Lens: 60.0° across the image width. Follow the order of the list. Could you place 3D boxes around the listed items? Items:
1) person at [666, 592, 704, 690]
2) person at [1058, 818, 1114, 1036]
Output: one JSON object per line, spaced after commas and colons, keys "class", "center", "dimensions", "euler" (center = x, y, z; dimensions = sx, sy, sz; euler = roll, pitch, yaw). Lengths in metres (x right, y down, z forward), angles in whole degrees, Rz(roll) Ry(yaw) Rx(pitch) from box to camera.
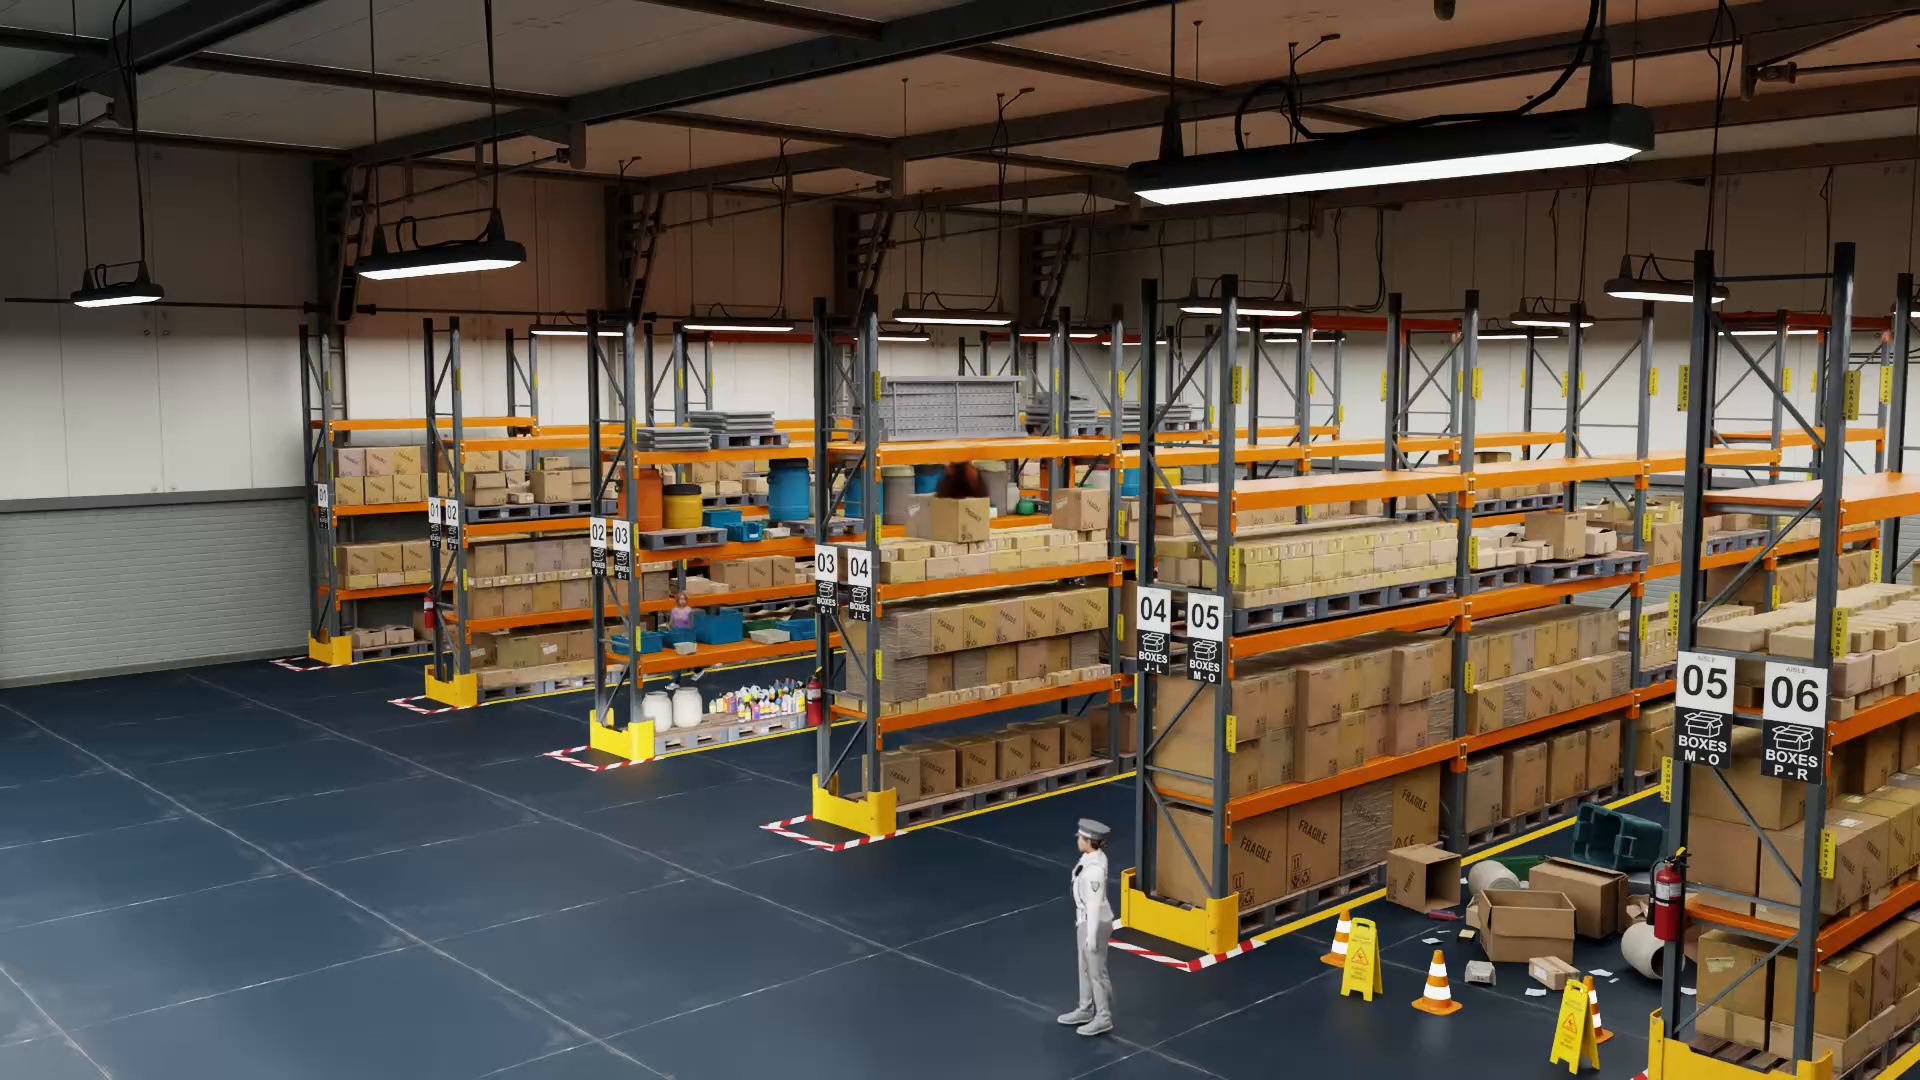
{"class": "person", "center": [-4.526, 1.630, 27.265], "dimensions": [0.390, 1.557, 0.846], "euler": [5, 8, 43]}
{"class": "person", "center": [0.988, 3.013, 13.001], "dimensions": [0.421, 1.696, 0.497], "euler": [0, 6, 1]}
